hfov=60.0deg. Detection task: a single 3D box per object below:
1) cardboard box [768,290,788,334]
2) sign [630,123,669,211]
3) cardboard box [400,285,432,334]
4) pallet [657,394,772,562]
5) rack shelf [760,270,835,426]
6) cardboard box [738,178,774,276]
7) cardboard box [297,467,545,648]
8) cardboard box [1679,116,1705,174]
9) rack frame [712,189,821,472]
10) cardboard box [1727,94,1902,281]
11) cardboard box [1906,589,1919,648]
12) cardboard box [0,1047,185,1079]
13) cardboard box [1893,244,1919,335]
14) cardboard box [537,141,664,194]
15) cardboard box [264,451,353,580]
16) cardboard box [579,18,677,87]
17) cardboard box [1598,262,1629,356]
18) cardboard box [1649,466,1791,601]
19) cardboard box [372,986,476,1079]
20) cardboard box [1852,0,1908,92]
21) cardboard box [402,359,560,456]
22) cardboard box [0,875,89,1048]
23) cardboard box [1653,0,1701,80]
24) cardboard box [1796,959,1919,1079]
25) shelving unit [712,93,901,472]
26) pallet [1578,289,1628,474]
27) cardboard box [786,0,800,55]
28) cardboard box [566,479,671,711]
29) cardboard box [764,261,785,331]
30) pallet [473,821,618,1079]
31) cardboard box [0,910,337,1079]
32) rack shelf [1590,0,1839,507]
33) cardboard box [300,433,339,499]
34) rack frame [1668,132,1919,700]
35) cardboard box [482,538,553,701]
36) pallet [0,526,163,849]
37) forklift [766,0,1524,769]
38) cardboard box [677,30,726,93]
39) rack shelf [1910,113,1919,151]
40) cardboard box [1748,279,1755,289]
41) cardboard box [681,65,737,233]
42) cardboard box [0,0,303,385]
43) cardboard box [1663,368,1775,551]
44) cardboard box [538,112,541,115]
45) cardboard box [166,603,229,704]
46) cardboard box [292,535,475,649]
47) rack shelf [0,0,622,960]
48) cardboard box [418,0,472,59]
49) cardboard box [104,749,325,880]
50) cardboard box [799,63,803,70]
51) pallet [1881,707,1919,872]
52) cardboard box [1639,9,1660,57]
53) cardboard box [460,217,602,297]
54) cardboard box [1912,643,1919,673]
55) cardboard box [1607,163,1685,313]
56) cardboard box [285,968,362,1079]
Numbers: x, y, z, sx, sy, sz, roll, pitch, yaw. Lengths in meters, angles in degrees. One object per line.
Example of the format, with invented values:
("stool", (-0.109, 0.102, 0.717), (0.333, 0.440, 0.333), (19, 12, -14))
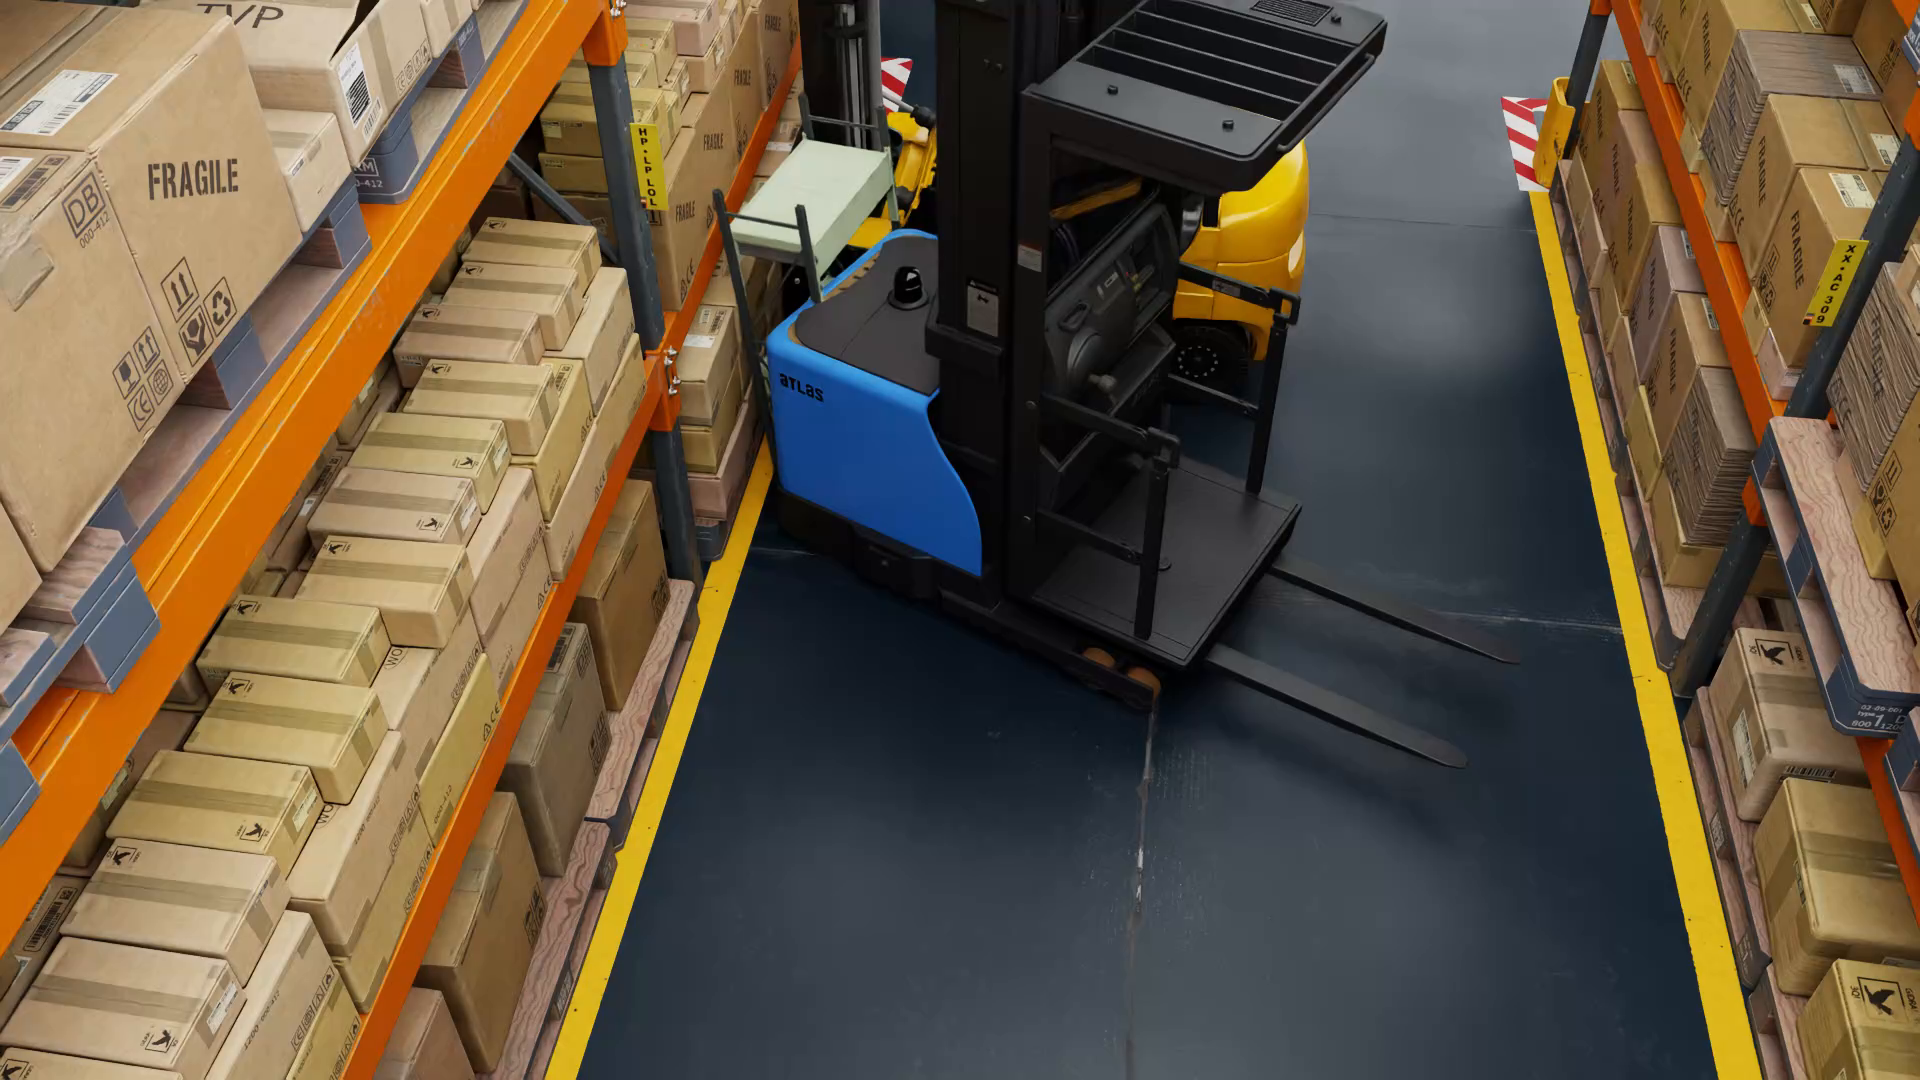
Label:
("cardboard box", (-1.093, -1.060, 7.882), (0.500, 0.250, 0.500), (6, 44, 6))
("sign", (-1.050, -1.257, 5.611), (0.100, 0.325, 0.005), (5, 44, 6))
("cardboard box", (-1.936, -0.781, 5.349), (0.380, 0.149, 0.250), (4, 44, 4))
("pallet", (-1.443, -0.433, 7.554), (1.003, 0.211, 1.213), (5, 44, 6))
("rack shelf", (-0.550, -0.821, 7.438), (0.431, 0.370, 0.720), (14, 49, 19))
("cardboard box", (-1.082, -1.413, 7.528), (0.500, 0.250, 0.500), (7, 44, 7))
("cardboard box", (-1.535, 0.022, 4.790), (0.500, 0.250, 0.500), (6, 44, 6))
("cardboard box", (3.264, -1.657, 7.001), (0.380, 0.149, 0.250), (6, 44, 6))
("rack frame", (-0.722, -0.801, 6.979), (0.400, 1.500, 0.023), (14, 49, 19))
("cardboard box", (3.205, -1.280, 6.131), (0.500, 0.500, 0.500), (7, 44, 7))
("cardboard box", (2.840, 0.215, 4.247), (0.500, 0.500, 0.500), (5, 44, 5))
("cardboard box", (-1.750, 1.174, 3.284), (0.380, 0.149, 0.250), (6, 44, 6))
("cardboard box", (2.919, -0.703, 4.744), (0.380, 0.149, 0.250), (5, 44, 5))
("cardboard box", (-1.286, -1.373, 5.974), (0.380, 0.149, 0.250), (5, 44, 5))
("cardboard box", (-2.066, -0.022, 4.837), (0.500, 0.250, 0.500), (4, 44, 5))
("cardboard box", (-1.283, -1.839, 6.249), (0.380, 0.149, 0.250), (5, 44, 5))
("cardboard box", (3.345, -1.094, 7.918), (0.500, 0.250, 0.500), (8, 44, 8))
("cardboard box", (3.143, -0.040, 6.805), (0.500, 0.250, 0.500), (7, 44, 7))
("cardboard box", (-1.944, 1.658, 4.739), (0.875, 0.625, 0.625), (7, 44, 7))
("cardboard box", (3.787, -1.932, 6.093), (0.700, 0.500, 0.500), (4, 44, 5))
("cardboard box", (-1.418, -0.396, 4.942), (0.380, 0.149, 0.250), (4, 44, 4))
("cardboard box", (-2.268, 1.011, 3.746), (0.500, 0.250, 0.500), (6, 44, 6))
("cardboard box", (3.391, -2.331, 7.241), (0.500, 0.500, 0.500), (4, 44, 5))
("cardboard box", (3.082, 1.665, 4.916), (0.950, 0.372, 0.625), (7, 44, 7))
("shelving unit", (-0.576, -1.049, 7.206), (0.431, 1.500, 0.755), (14, 49, 19))
("pallet", (3.544, -0.741, 7.879), (1.003, 0.211, 1.213), (5, 44, 6))
("cardboard box", (-1.010, -2.609, 7.751), (0.500, 0.500, 0.500), (4, 44, 5))
("cardboard box", (-1.647, 0.159, 6.322), (0.875, 0.625, 0.625), (7, 44, 7))
("cardboard box", (-1.077, -1.230, 7.698), (0.500, 0.250, 0.500), (5, 44, 5))
("pallet", (-1.807, 1.444, 5.571), (1.003, 0.211, 1.213), (5, 44, 6))
("cardboard box", (-1.750, 1.070, 3.684), (0.500, 0.250, 0.500), (7, 44, 7))
("rack shelf", (3.596, -1.561, 7.240), (1.077, 0.370, 4.000), (5, 44, 6))
("cardboard box", (-2.041, -0.268, 4.807), (0.380, 0.149, 0.250), (5, 44, 5))
("rack frame", (3.331, -0.459, 5.553), (1.000, 3.000, 0.127), (5, 44, 6))
("cardboard box", (-1.554, 0.193, 4.974), (0.500, 0.250, 0.500), (5, 44, 6))
("pallet", (-2.117, 0.327, 2.678), (1.213, 0.211, 1.003), (7, 44, 7))
("forklift", (0.735, -0.821, 5.985), (3.031, 2.935, 1.130), (24, 48, 23))
("cardboard box", (-1.141, -1.891, 6.521), (0.380, 0.149, 0.250), (6, 44, 6))
("rack shelf", (3.067, 0.076, 3.329), (1.077, 0.370, 4.000), (5, 44, 6))
("cardboard box", (3.210, -0.956, 6.260), (0.380, 0.149, 0.250), (5, 44, 6))
("cardboard box", (-1.219, -1.579, 6.663), (0.500, 0.500, 0.500), (6, 44, 6))
("cardboard box", (-1.646, -0.661, 3.134), (0.500, 0.500, 0.500), (6, 44, 7))
("cardboard box", (3.143, -0.313, 6.548), (0.500, 0.500, 0.500), (5, 44, 5))
("cardboard box", (-1.759, -1.775, 6.399), (0.380, 0.149, 0.250), (6, 44, 7))
("cardboard box", (-2.092, 0.259, 4.251), (0.380, 0.149, 0.250), (6, 44, 7))
("cardboard box", (-1.512, 0.135, 4.381), (0.380, 0.149, 0.250), (4, 44, 4))
("rack shelf", (-1.854, -0.372, 3.803), (1.077, 0.370, 4.000), (5, 44, 6))
("cardboard box", (-1.434, -1.317, 4.082), (0.380, 0.149, 0.250), (5, 44, 5))
("cardboard box", (-1.716, 0.643, 3.844), (0.380, 0.149, 0.250), (6, 44, 6))
("cardboard box", (-0.874, -2.460, 8.634), (0.500, 0.250, 0.500), (6, 44, 6))
("pallet", (3.024, 0.984, 4.169), (1.003, 0.211, 1.213), (5, 44, 6))
("cardboard box", (3.396, -2.365, 7.749), (0.380, 0.149, 0.250), (6, 44, 6))
("cardboard box", (-1.414, -0.926, 5.502), (0.380, 0.149, 0.250), (7, 44, 7))
("cardboard box", (2.866, 0.369, 4.556), (0.380, 0.149, 0.250), (6, 44, 6))
("cardboard box", (3.338, -1.373, 7.667), (0.500, 0.500, 0.500), (6, 44, 6))
("cardboard box", (-1.746, 1.251, 3.857), (0.500, 0.250, 0.500), (4, 44, 5))
